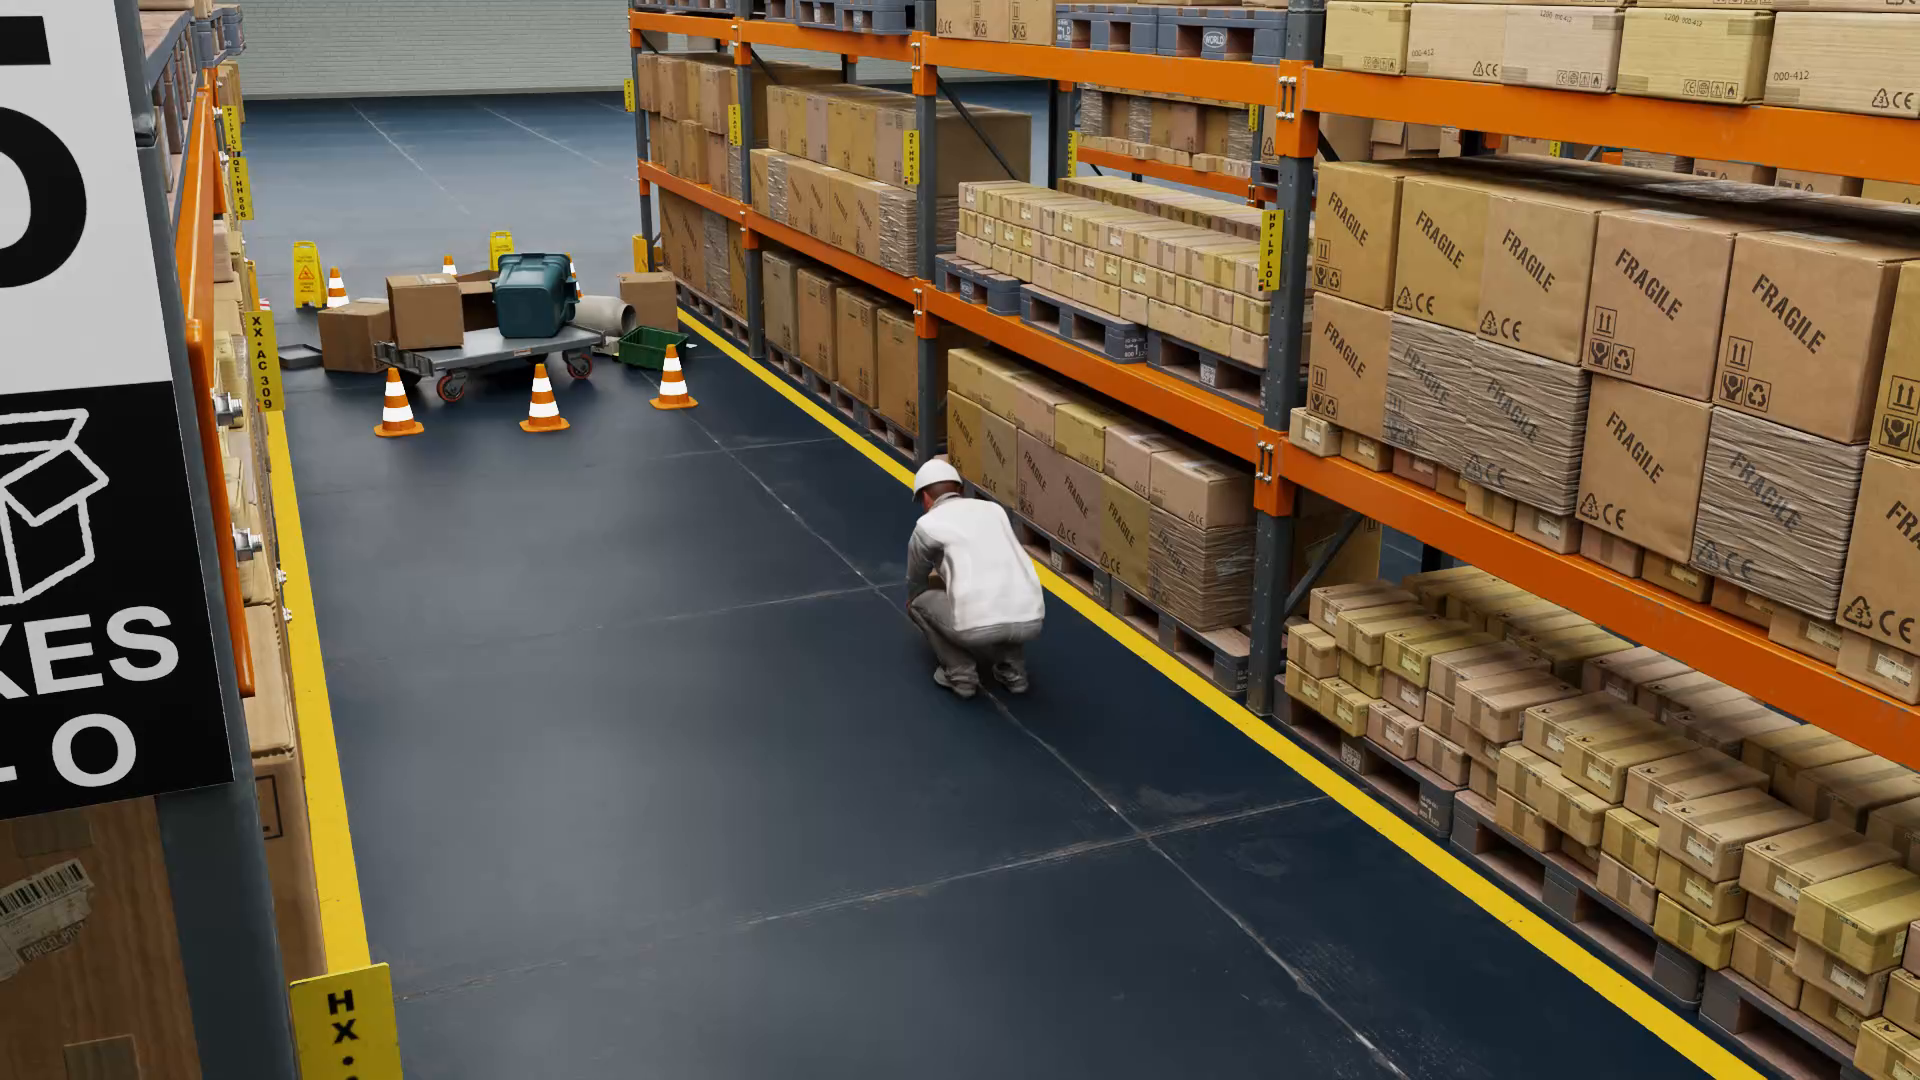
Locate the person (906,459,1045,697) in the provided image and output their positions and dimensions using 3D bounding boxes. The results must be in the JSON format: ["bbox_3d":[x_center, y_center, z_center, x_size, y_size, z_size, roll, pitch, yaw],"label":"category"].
[{"bbox_3d":[0.046,0.175,7.715,0.525,1.009,0.868,-8,20,-22],"label":"person"}]
